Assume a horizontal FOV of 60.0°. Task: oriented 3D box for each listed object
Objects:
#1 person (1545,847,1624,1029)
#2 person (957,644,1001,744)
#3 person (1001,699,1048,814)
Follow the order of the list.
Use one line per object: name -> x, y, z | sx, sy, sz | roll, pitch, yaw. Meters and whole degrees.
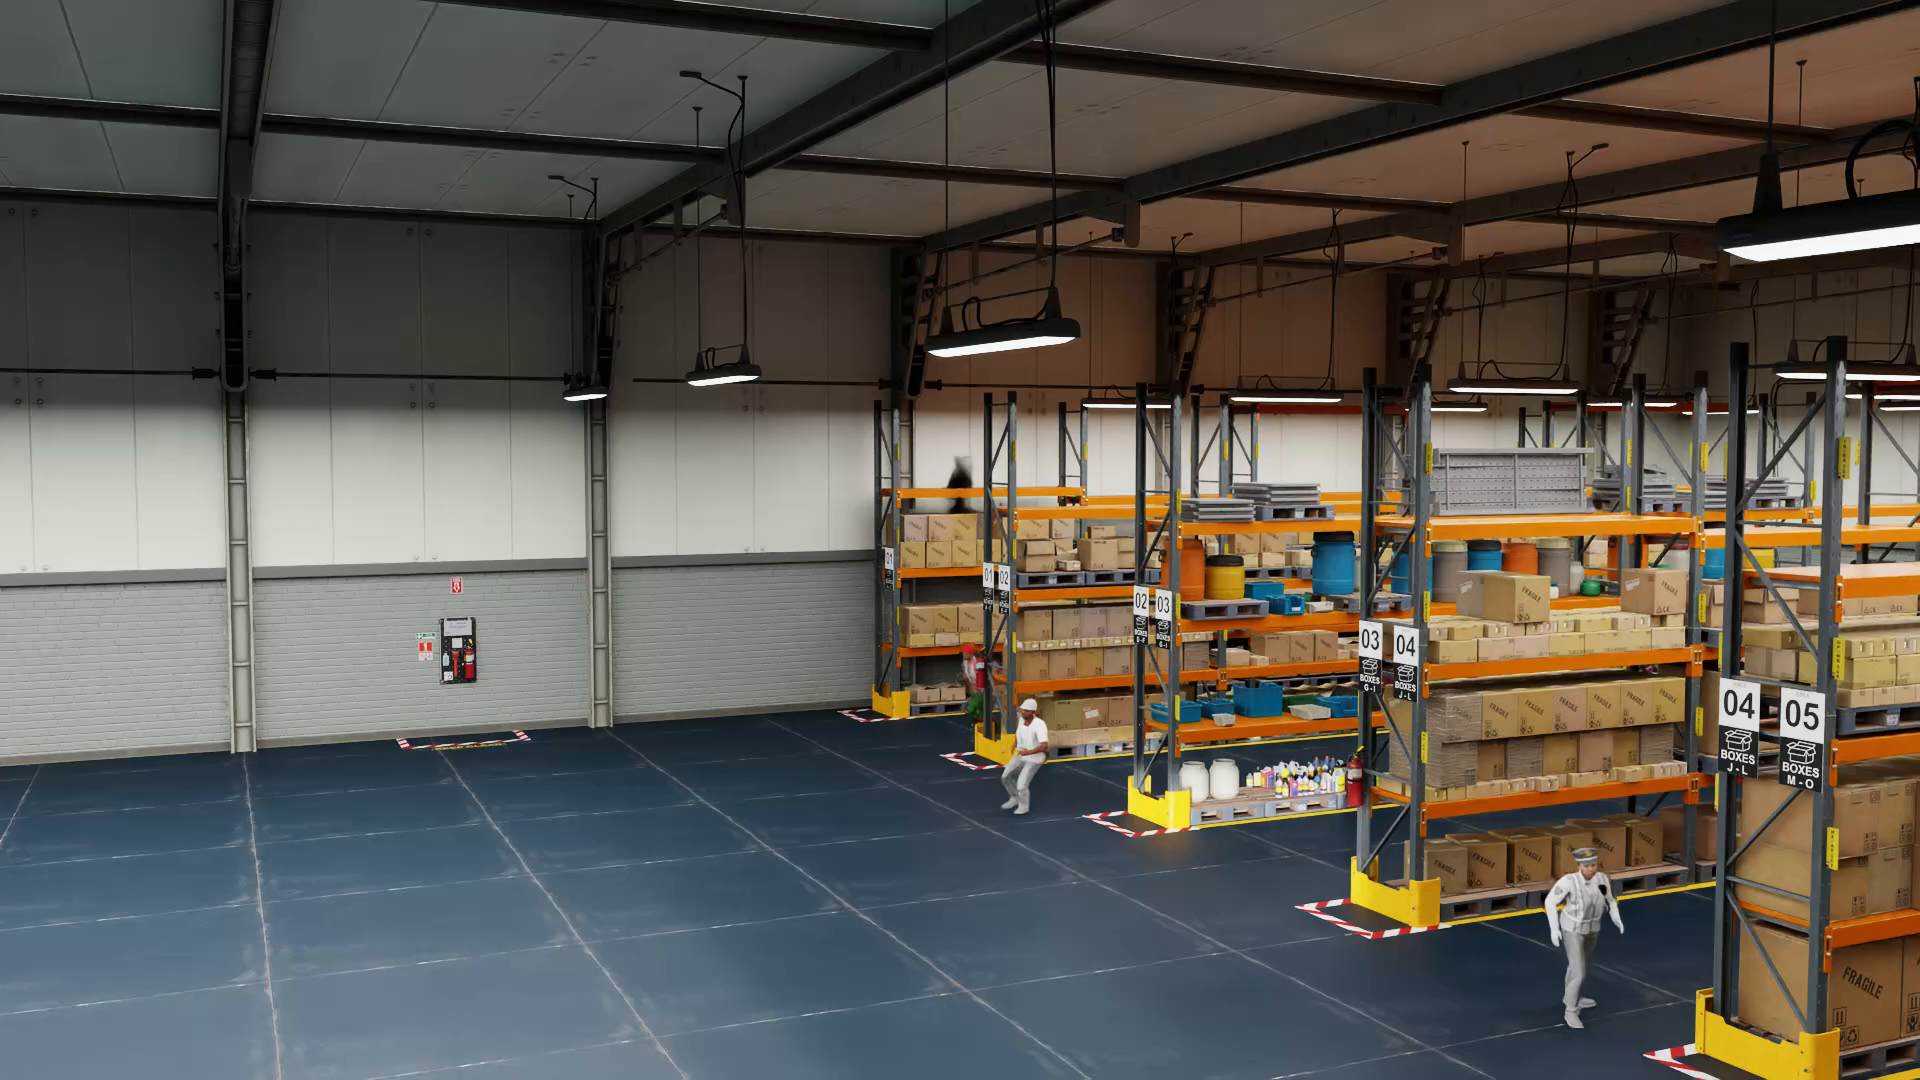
person -> 5.579, 3.503, 14.847 | 0.664, 1.619, 0.790 | -1, 4, -21
person -> 0.372, 2.649, 28.688 | 0.921, 1.738, 0.711 | -2, 4, -36
person -> 0.865, 3.003, 22.980 | 0.892, 1.652, 0.672 | 3, 4, 42
